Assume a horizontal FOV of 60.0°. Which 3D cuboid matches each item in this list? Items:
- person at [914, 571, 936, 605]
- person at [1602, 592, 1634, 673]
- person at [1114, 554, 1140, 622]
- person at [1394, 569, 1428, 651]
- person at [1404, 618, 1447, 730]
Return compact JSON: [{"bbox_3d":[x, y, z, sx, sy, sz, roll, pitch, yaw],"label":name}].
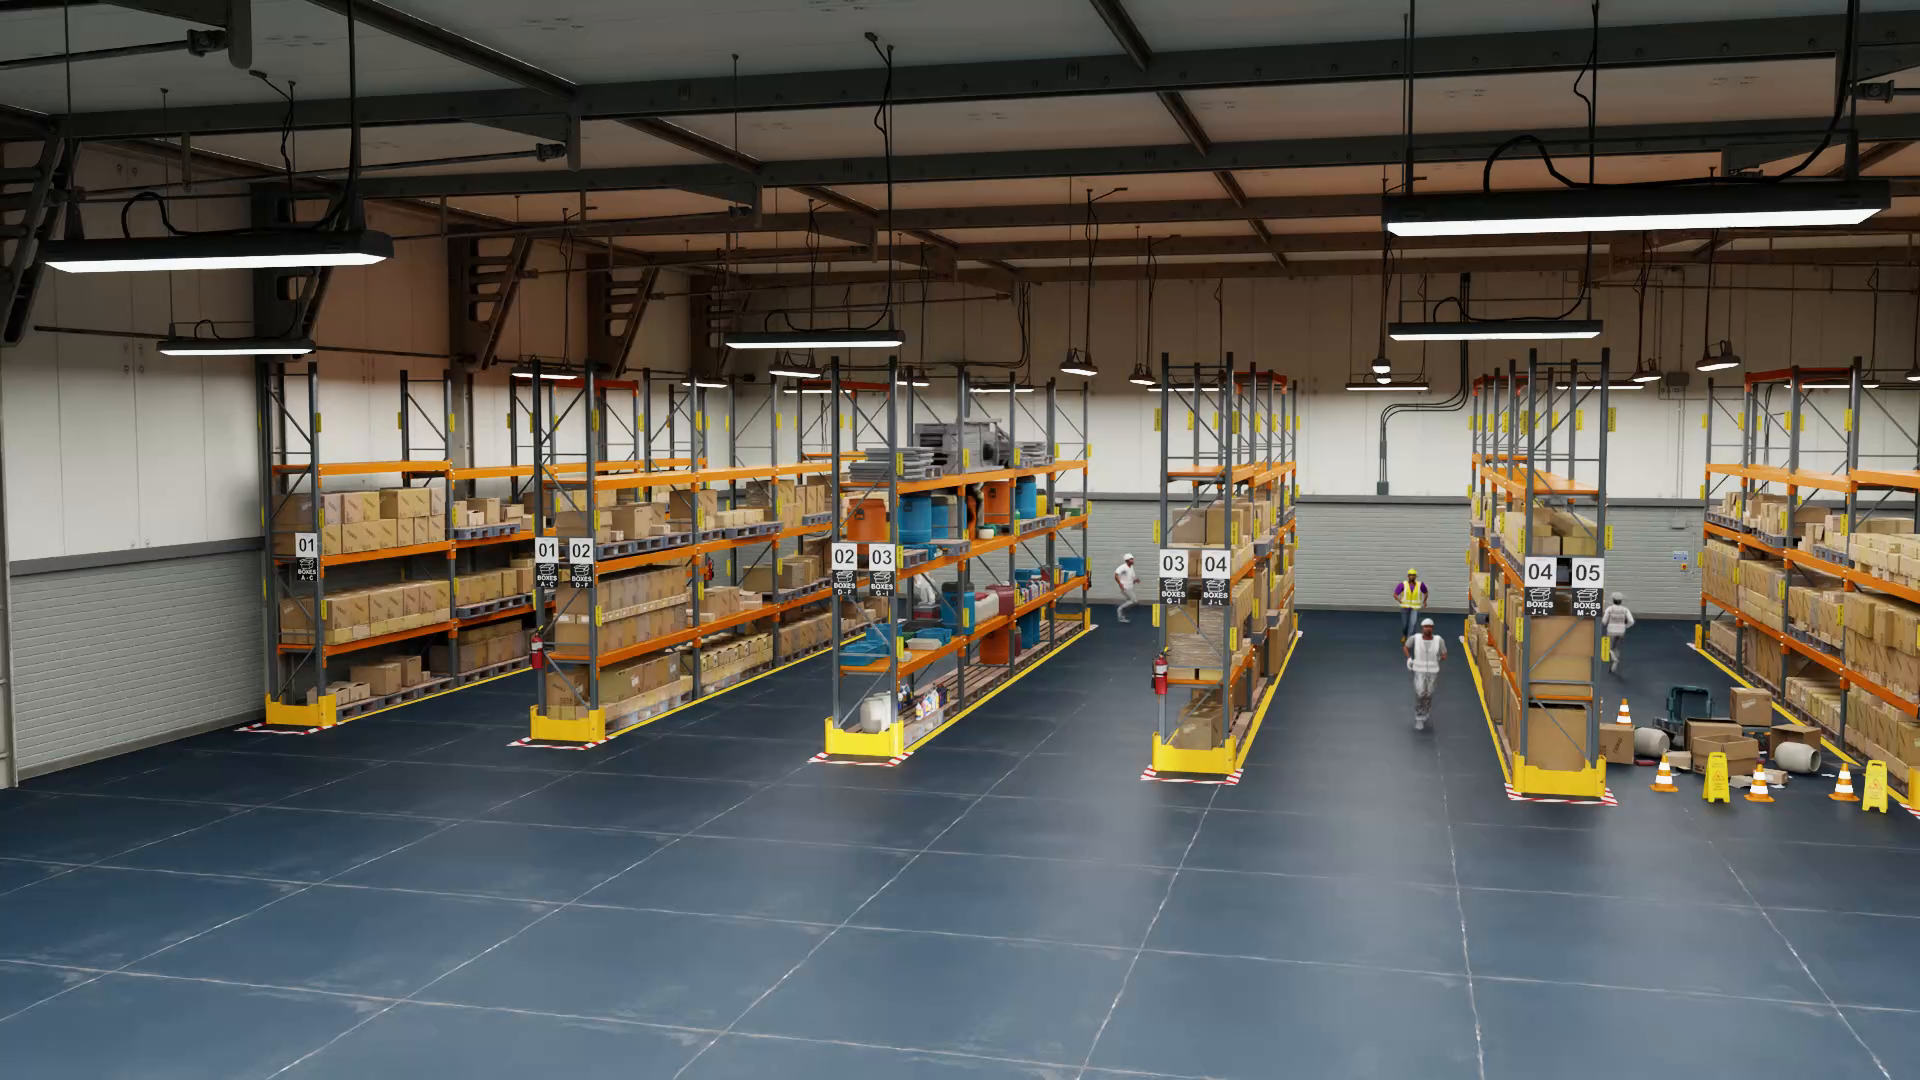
[{"bbox_3d":[-0.918,1.183,42.037,0.718,1.762,0.746,-3,5,-36],"label":"person"},{"bbox_3d":[13.053,1.851,33.049,0.618,1.650,0.651,0,4,4],"label":"person"},{"bbox_3d":[4.232,1.206,41.725,0.557,1.718,0.704,2,4,23],"label":"person"},{"bbox_3d":[9.993,1.523,36.881,0.734,1.764,0.992,1,4,16],"label":"person"},{"bbox_3d":[7.650,2.201,27.294,0.655,1.841,0.776,0,4,5],"label":"person"}]
